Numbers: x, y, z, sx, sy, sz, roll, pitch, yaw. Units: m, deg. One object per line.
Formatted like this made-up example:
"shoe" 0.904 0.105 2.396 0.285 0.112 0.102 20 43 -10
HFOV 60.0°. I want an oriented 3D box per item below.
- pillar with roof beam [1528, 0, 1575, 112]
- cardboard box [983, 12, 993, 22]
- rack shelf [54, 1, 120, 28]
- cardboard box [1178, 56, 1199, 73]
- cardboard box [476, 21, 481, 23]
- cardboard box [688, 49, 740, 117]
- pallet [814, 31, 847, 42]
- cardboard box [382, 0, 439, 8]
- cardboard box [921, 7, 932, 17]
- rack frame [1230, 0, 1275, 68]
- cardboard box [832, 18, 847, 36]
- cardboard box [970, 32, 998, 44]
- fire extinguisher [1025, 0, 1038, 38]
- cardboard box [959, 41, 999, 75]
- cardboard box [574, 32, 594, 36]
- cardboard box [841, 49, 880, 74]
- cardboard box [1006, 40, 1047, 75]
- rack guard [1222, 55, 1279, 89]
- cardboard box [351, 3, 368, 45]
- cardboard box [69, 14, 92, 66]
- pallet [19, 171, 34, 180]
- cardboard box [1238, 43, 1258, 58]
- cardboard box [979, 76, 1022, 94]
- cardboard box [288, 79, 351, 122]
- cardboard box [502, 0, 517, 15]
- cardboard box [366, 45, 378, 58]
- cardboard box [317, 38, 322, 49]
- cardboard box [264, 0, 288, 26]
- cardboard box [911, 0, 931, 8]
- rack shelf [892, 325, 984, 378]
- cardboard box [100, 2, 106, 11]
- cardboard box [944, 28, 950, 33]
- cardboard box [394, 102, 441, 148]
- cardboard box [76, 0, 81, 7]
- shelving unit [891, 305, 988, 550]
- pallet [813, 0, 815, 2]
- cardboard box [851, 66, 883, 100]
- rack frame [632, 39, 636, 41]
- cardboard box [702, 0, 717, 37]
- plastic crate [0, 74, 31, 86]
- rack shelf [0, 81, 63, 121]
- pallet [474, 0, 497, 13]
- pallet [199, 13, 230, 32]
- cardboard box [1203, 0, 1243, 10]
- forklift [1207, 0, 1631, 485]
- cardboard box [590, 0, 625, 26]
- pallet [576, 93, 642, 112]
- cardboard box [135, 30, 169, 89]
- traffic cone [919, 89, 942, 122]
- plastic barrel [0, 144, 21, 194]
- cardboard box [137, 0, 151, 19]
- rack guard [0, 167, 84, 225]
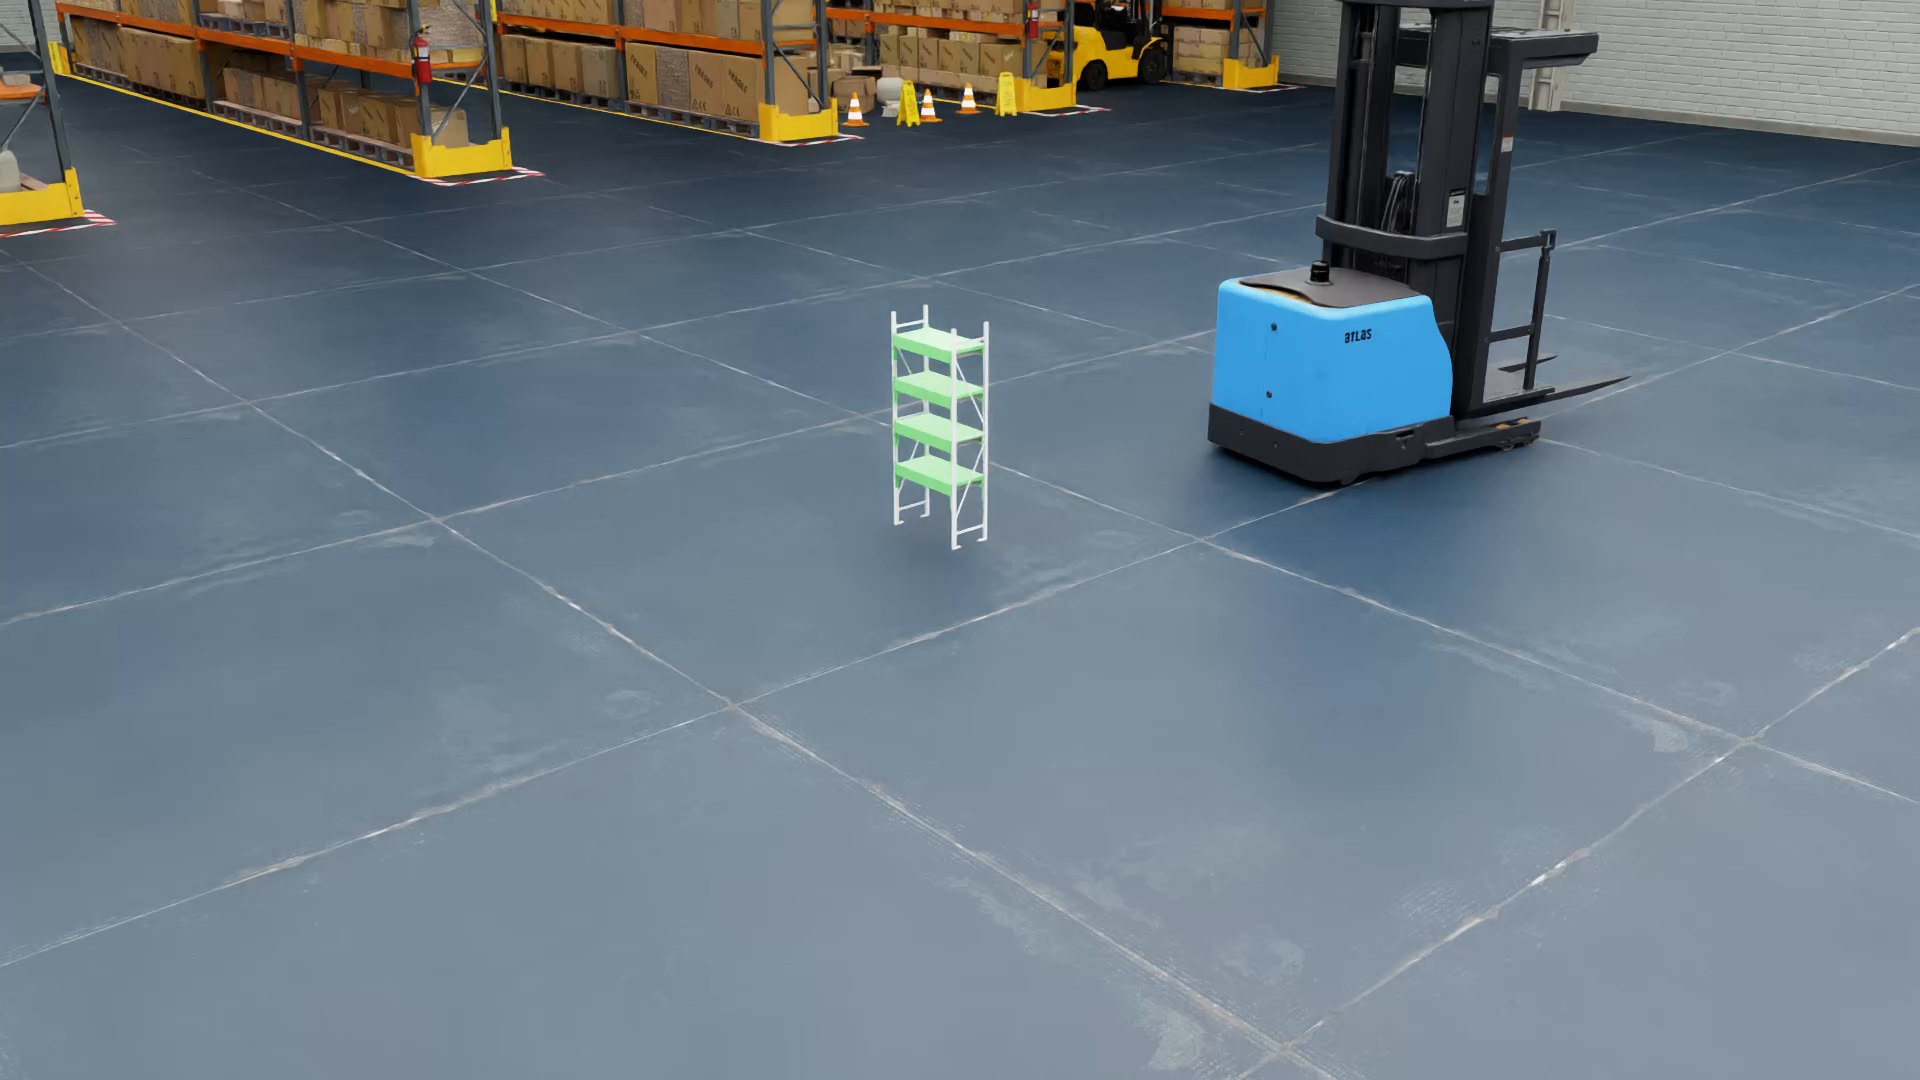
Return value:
"pillar with roof beam" 6.038 -10.013 22.209 9.100 9.000 0.400 -17 27 -37
"cardboard box" 0.590 -8.367 26.579 0.380 0.149 0.250 -18 28 -38
"rack shelf" -15.250 -9.486 30.077 1.077 0.370 4.000 -17 27 -37
"cardboard box" 4.291 -8.605 30.034 0.500 0.250 0.500 -17 27 -37
"cardboard box" -9.118 -9.512 30.979 0.500 0.250 0.500 -16 26 -35
"cardboard box" -3.356 -6.727 24.382 0.875 0.875 0.875 -18 28 -38
"pallet" -3.126 -11.702 38.572 1.003 0.211 1.213 -17 27 -37
"cardboard box" -6.657 -6.697 20.054 0.500 0.500 0.500 -17 27 -37
"cardboard box" -0.424 -8.781 27.636 0.380 0.149 0.250 -17 27 -37
"rack frame" 5.154 -9.495 29.113 1.000 3.000 0.127 -17 27 -37
"cardboard box" -2.533 -11.655 37.479 0.500 0.500 0.500 -16 26 -35
"cardboard box" 0.385 -8.124 26.888 0.380 0.149 0.250 -16 27 -36
"fire extinguisher" 1.122 -8.135 25.747 0.296 0.674 0.183 -17 27 -37
"cardboard box" 0.333 -7.879 27.155 0.500 0.500 0.500 -16 27 -36
"cardboard box" -7.937 -11.326 36.726 0.875 0.438 0.875 -17 27 -36
"cardboard box" -1.559 -8.534 29.687 0.950 0.372 0.625 -17 27 -37
"cardboard box" 1.063 -7.872 27.135 0.500 0.500 0.500 -19 28 -39
"rack guard" 5.170 -8.324 29.552 1.175 0.500 0.348 -17 27 -37
"cardboard box" -7.160 -6.555 21.062 0.875 0.500 0.500 -17 27 -37
"cardboard box" -16.077 -9.422 31.265 0.875 0.875 0.875 -17 27 -37
"pallet" -11.267 -4.048 19.030 1.003 0.211 1.213 -17 27 -37
"cardboard box" 5.005 -8.822 29.905 0.500 0.250 0.500 -17 27 -36
"cardboard box" 0.649 -7.394 26.942 0.500 0.250 0.500 -18 27 -38
"cardboard box" -9.107 -6.274 23.714 0.500 0.500 0.700 20 29 41
"cardboard box" -7.421 -9.175 28.158 0.500 0.500 0.500 -17 27 -37
"cardboard box" -7.282 -6.207 21.064 0.380 0.149 0.250 -17 27 -37
"cardboard box" -8.302 -6.609 22.089 0.380 0.149 0.250 -17 27 -37
"cardboard box" -9.135 -7.786 23.352 1.000 1.000 1.000 -17 27 -37
"cardboard box" -0.475 -9.140 27.661 0.500 0.500 0.500 -18 28 -38
"rack shelf" -0.108 -0.992 8.730 0.258 0.148 0.480 -17 27 -37
"cardboard box" -14.727 -9.300 28.960 0.380 0.149 0.250 -18 28 -38
"cardboard box" -0.507 -10.803 35.303 0.500 0.500 0.500 -16 27 -36
"cardboard box" -6.922 -5.318 21.301 0.500 0.500 0.500 -10 23 -24
"cardboard box" -15.732 -9.726 30.046 0.380 0.149 0.250 -18 28 -38
"shelving unit" -0.108 -0.604 8.882 0.258 1.200 0.503 -17 27 -37
"pallet" -3.280 -10.262 31.334 1.213 0.211 1.003 -17 27 -37
"cardboard box" -1.546 -7.635 27.788 0.500 0.500 0.500 0 21 -1
"rack frame" -6.437 -11.628 34.559 1.000 3.000 0.127 -17 27 -37
"cardboard box" -3.210 -7.599 24.067 0.875 0.550 0.550 -17 27 -37
"plastic crate" -10.204 -4.975 17.935 0.298 0.136 0.250 -17 27 -37
"rack shelf" -11.169 -4.992 18.602 1.077 0.370 4.000 -17 27 -37
"pallet" -8.056 -9.399 29.130 1.213 0.211 1.003 -17 27 -37
"pallet" -10.787 -7.903 25.311 1.213 0.211 1.003 -17 27 -37
"cardboard box" 4.634 -9.615 29.283 0.500 0.500 0.500 -18 28 -39
"forklift" 3.067 -2.073 10.258 3.031 2.935 1.130 -13 25 -30
"cardboard box" -5.442 -8.338 26.023 0.500 0.500 0.500 -18 27 -38
"pallet" -5.459 -7.108 26.843 1.003 0.211 1.213 -17 27 -37
"cardboard box" -12.927 -8.056 27.777 1.225 0.875 0.875 -19 28 -39
"traffic cone" -0.481 -6.585 25.161 0.336 0.463 0.334 -17 27 -37
"plastic barrel" -10.351 -3.975 17.855 0.421 0.512 0.421 0 21 0
"cardboard box" -13.178 -8.852 27.333 0.500 0.500 0.500 -18 28 -39
"rack guard" -9.949 -3.620 17.541 1.175 0.500 0.348 -17 27 -37
